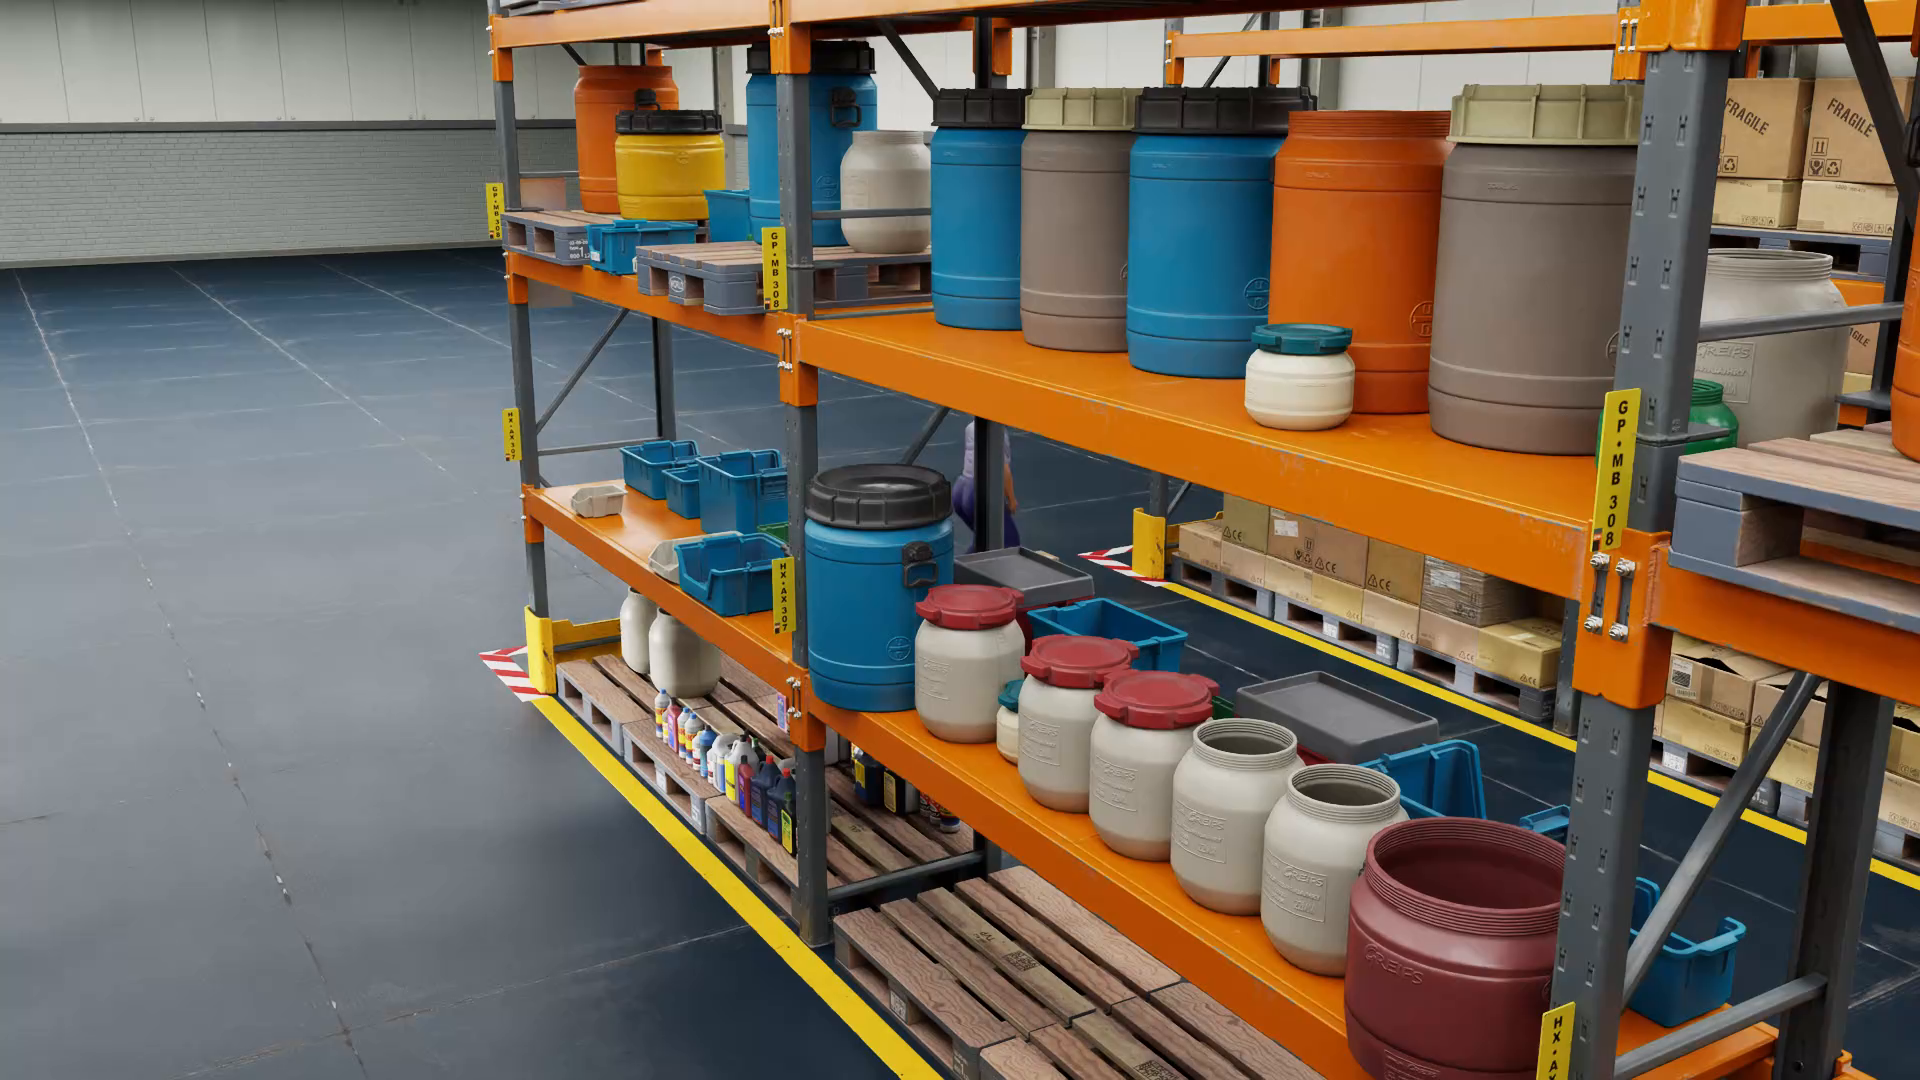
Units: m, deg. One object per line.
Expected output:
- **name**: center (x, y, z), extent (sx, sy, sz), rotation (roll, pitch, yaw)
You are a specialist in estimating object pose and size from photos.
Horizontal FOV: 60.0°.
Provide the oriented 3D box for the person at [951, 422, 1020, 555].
- **person**: center (0.184, -0.310, 12.463), extent (0.507, 1.529, 0.519), rotation (-8, 17, -29)
